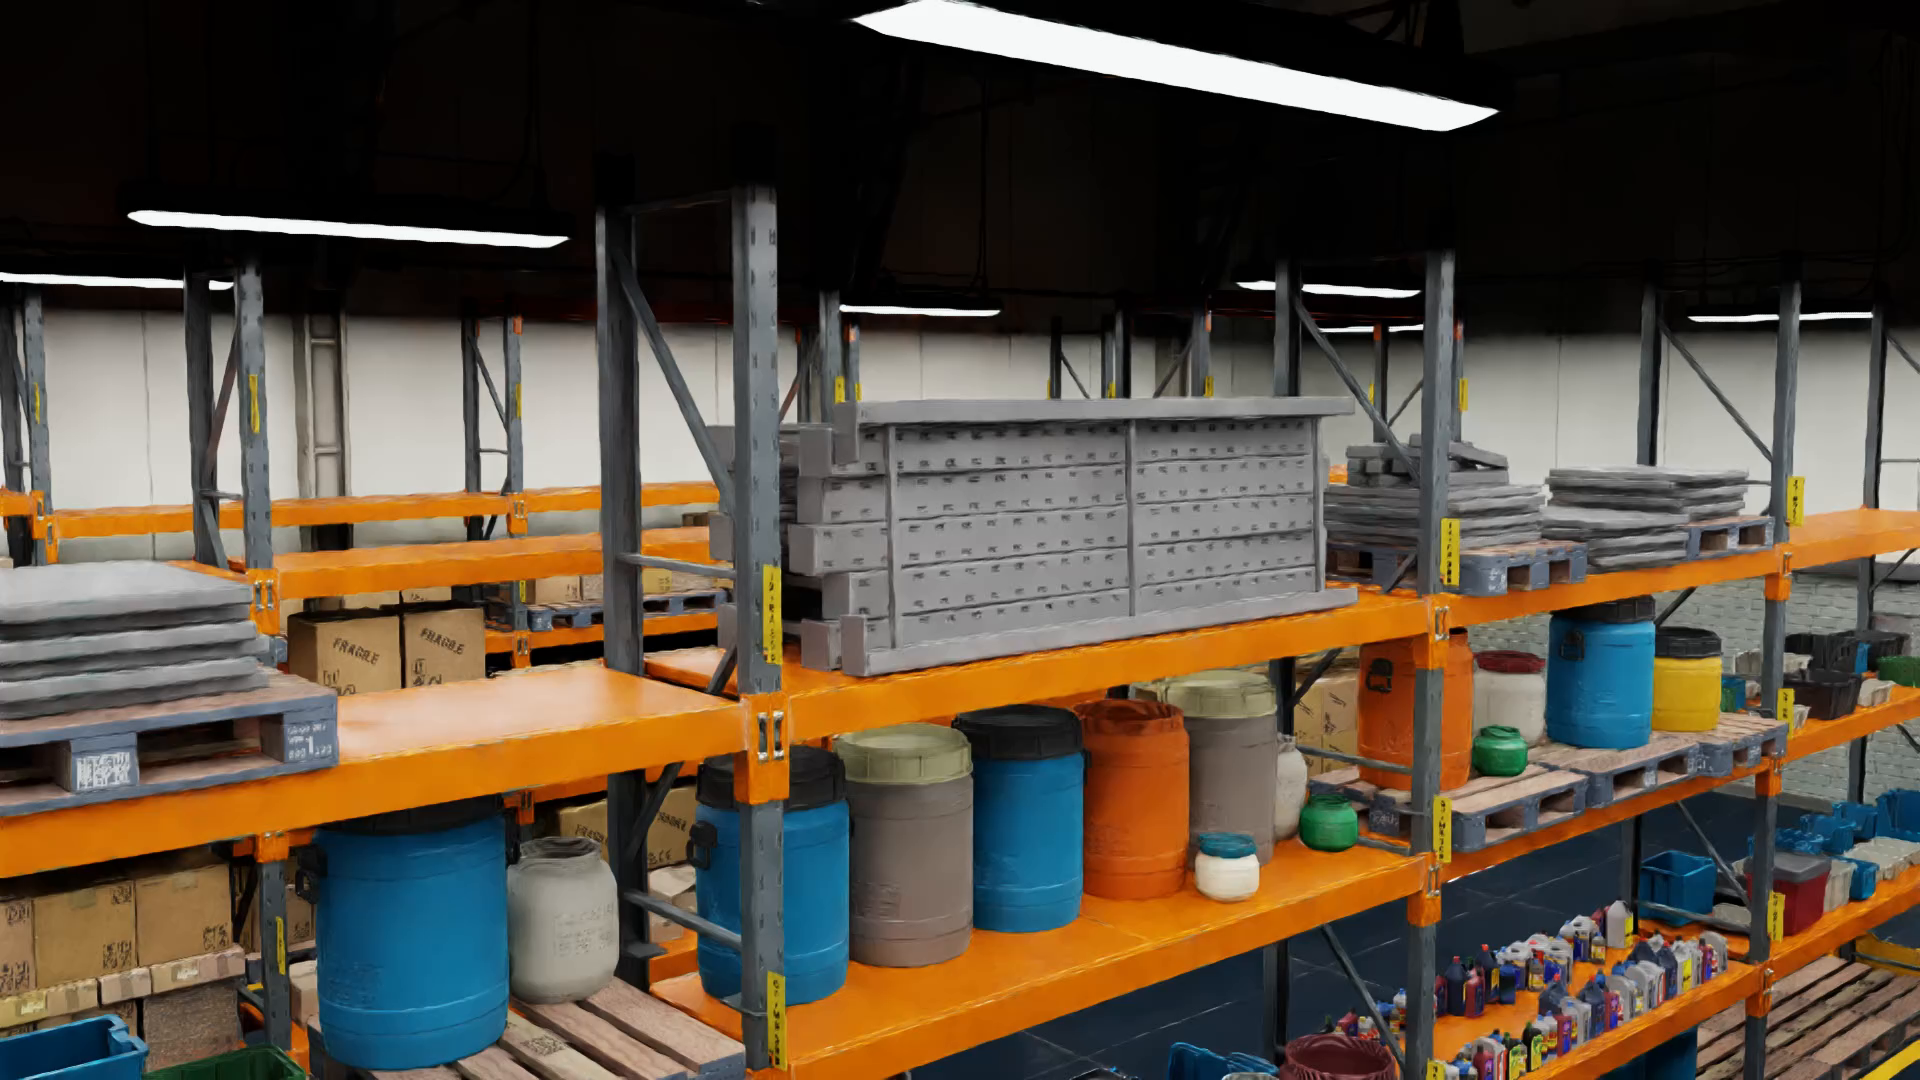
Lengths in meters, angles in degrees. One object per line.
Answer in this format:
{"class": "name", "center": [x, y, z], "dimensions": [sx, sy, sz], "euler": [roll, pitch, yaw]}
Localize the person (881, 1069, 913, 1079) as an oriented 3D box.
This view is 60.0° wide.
{"class": "person", "center": [-0.577, 3.293, 10.811], "dimensions": [1.128, 1.689, 0.575], "euler": [-5, 7, -43]}
